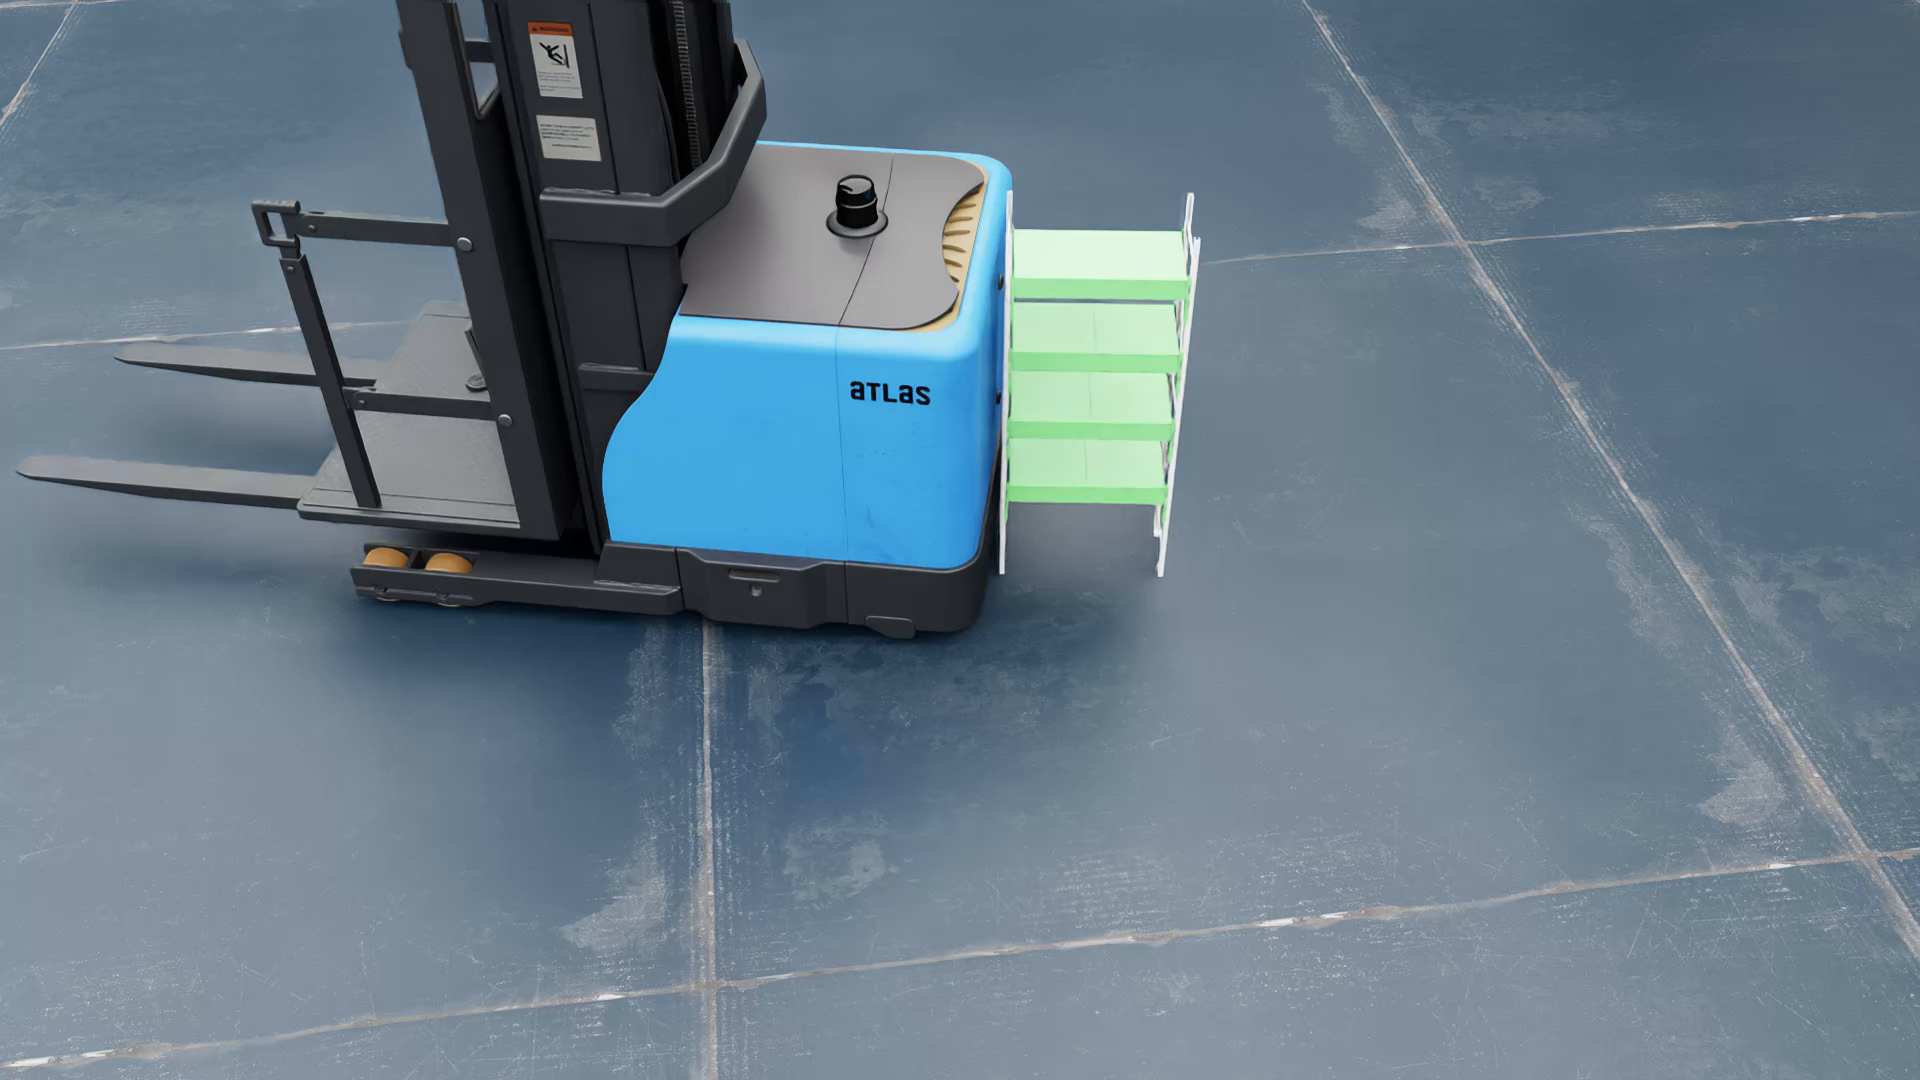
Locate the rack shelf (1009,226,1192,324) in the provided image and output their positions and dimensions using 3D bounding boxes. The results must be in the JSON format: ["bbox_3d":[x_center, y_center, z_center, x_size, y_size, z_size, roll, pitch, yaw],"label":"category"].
[{"bbox_3d":[0.377,-0.724,4.536,0.480,0.148,0.258,1,42,1],"label":"rack shelf"}]

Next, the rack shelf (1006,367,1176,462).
[{"bbox_3d":[0.377,-0.368,4.858,0.480,0.148,0.258,1,42,1],"label":"rack shelf"}]

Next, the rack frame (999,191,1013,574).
[{"bbox_3d":[0.133,-0.420,4.820,0.015,1.200,0.240,1,42,1],"label":"rack frame"}]

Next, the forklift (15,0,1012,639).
[{"bbox_3d":[-1.389,-1.232,4.428,3.031,2.935,1.130,5,42,5],"label":"forklift"}]

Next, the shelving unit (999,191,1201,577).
[{"bbox_3d":[0.377,-0.415,4.815,0.503,1.200,0.258,1,42,1],"label":"shelving unit"}]

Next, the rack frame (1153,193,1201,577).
[{"bbox_3d":[0.620,-0.411,4.810,0.015,1.200,0.240,1,42,1],"label":"rack frame"}]

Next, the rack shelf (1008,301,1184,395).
[{"bbox_3d":[0.377,-0.546,4.697,0.480,0.148,0.258,1,42,1],"label":"rack shelf"}]

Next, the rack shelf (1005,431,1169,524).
[{"bbox_3d":[0.377,-0.190,5.018,0.480,0.148,0.258,1,42,1],"label":"rack shelf"}]
